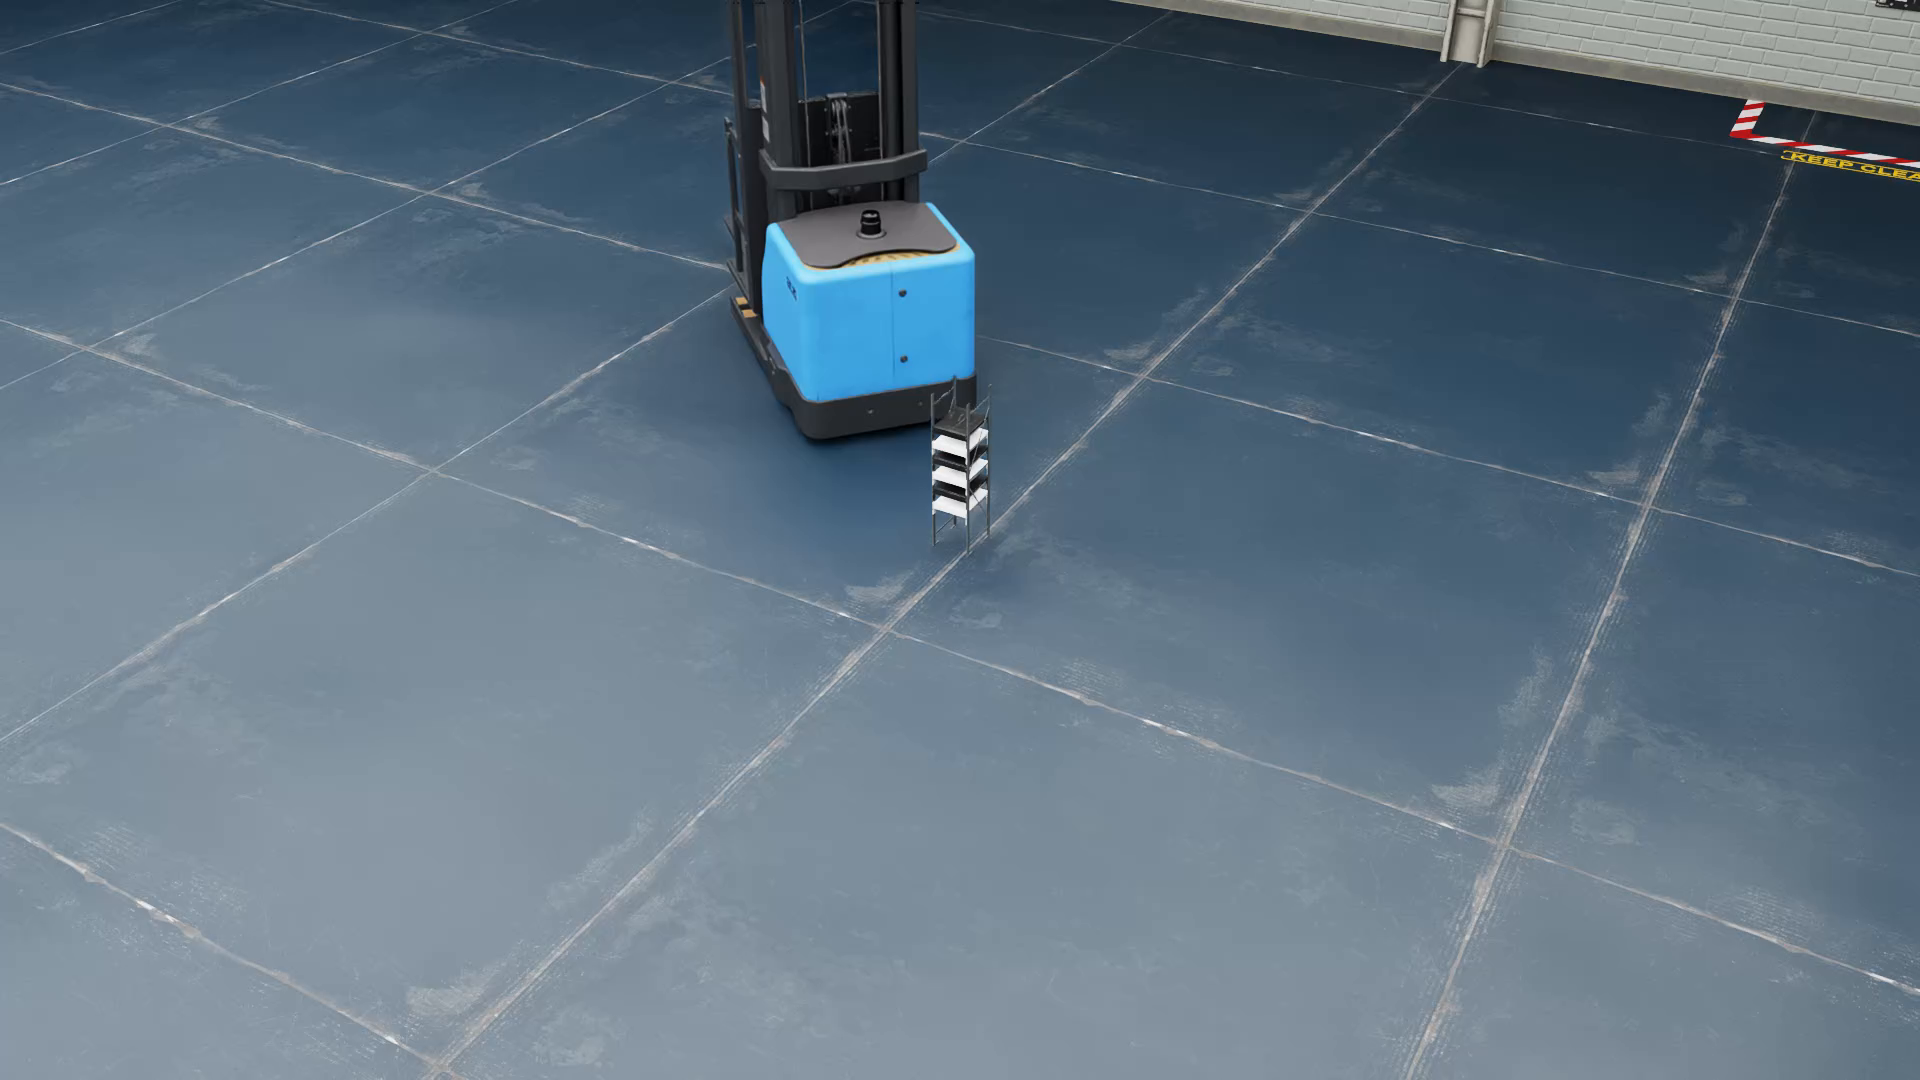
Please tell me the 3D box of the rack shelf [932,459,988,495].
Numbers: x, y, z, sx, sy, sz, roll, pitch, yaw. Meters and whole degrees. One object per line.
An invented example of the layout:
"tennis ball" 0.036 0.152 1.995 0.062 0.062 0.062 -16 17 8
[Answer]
"rack shelf" 0.007 -0.345 8.516 0.200 0.077 0.258 18 37 24

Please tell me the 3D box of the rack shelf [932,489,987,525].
"rack shelf" 0.007 -0.195 8.615 0.200 0.077 0.258 18 37 24

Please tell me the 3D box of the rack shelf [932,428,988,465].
"rack shelf" 0.007 -0.494 8.416 0.200 0.077 0.258 18 37 24

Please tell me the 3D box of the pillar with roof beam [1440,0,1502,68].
"pillar with roof beam" 2.563 -6.138 9.848 0.400 9.000 9.100 18 37 24

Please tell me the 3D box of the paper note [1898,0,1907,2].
"paper note" 7.663 -4.475 13.559 0.142 0.148 0.016 18 37 24

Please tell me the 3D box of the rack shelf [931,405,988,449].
"rack shelf" 0.007 -0.569 8.366 0.200 0.077 0.258 18 37 24

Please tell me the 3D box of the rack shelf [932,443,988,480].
"rack shelf" 0.007 -0.419 8.466 0.200 0.077 0.258 18 37 24

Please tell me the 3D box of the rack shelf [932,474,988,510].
"rack shelf" 0.007 -0.270 8.566 0.200 0.077 0.258 18 37 24

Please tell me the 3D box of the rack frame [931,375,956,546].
"rack frame" -0.081 -0.400 8.539 0.006 0.900 0.240 18 37 24

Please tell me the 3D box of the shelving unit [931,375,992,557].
"shelving unit" 0.007 -0.372 8.497 0.210 0.900 0.258 18 37 24

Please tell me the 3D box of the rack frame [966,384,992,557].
"rack frame" 0.095 -0.344 8.455 0.006 0.900 0.240 18 37 24

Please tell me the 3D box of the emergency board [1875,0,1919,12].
"emergency board" 7.784 -4.771 13.209 0.626 1.169 0.157 18 37 24

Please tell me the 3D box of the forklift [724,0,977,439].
"forklift" -0.861 -2.607 10.021 1.130 2.935 3.031 -11 35 -16
